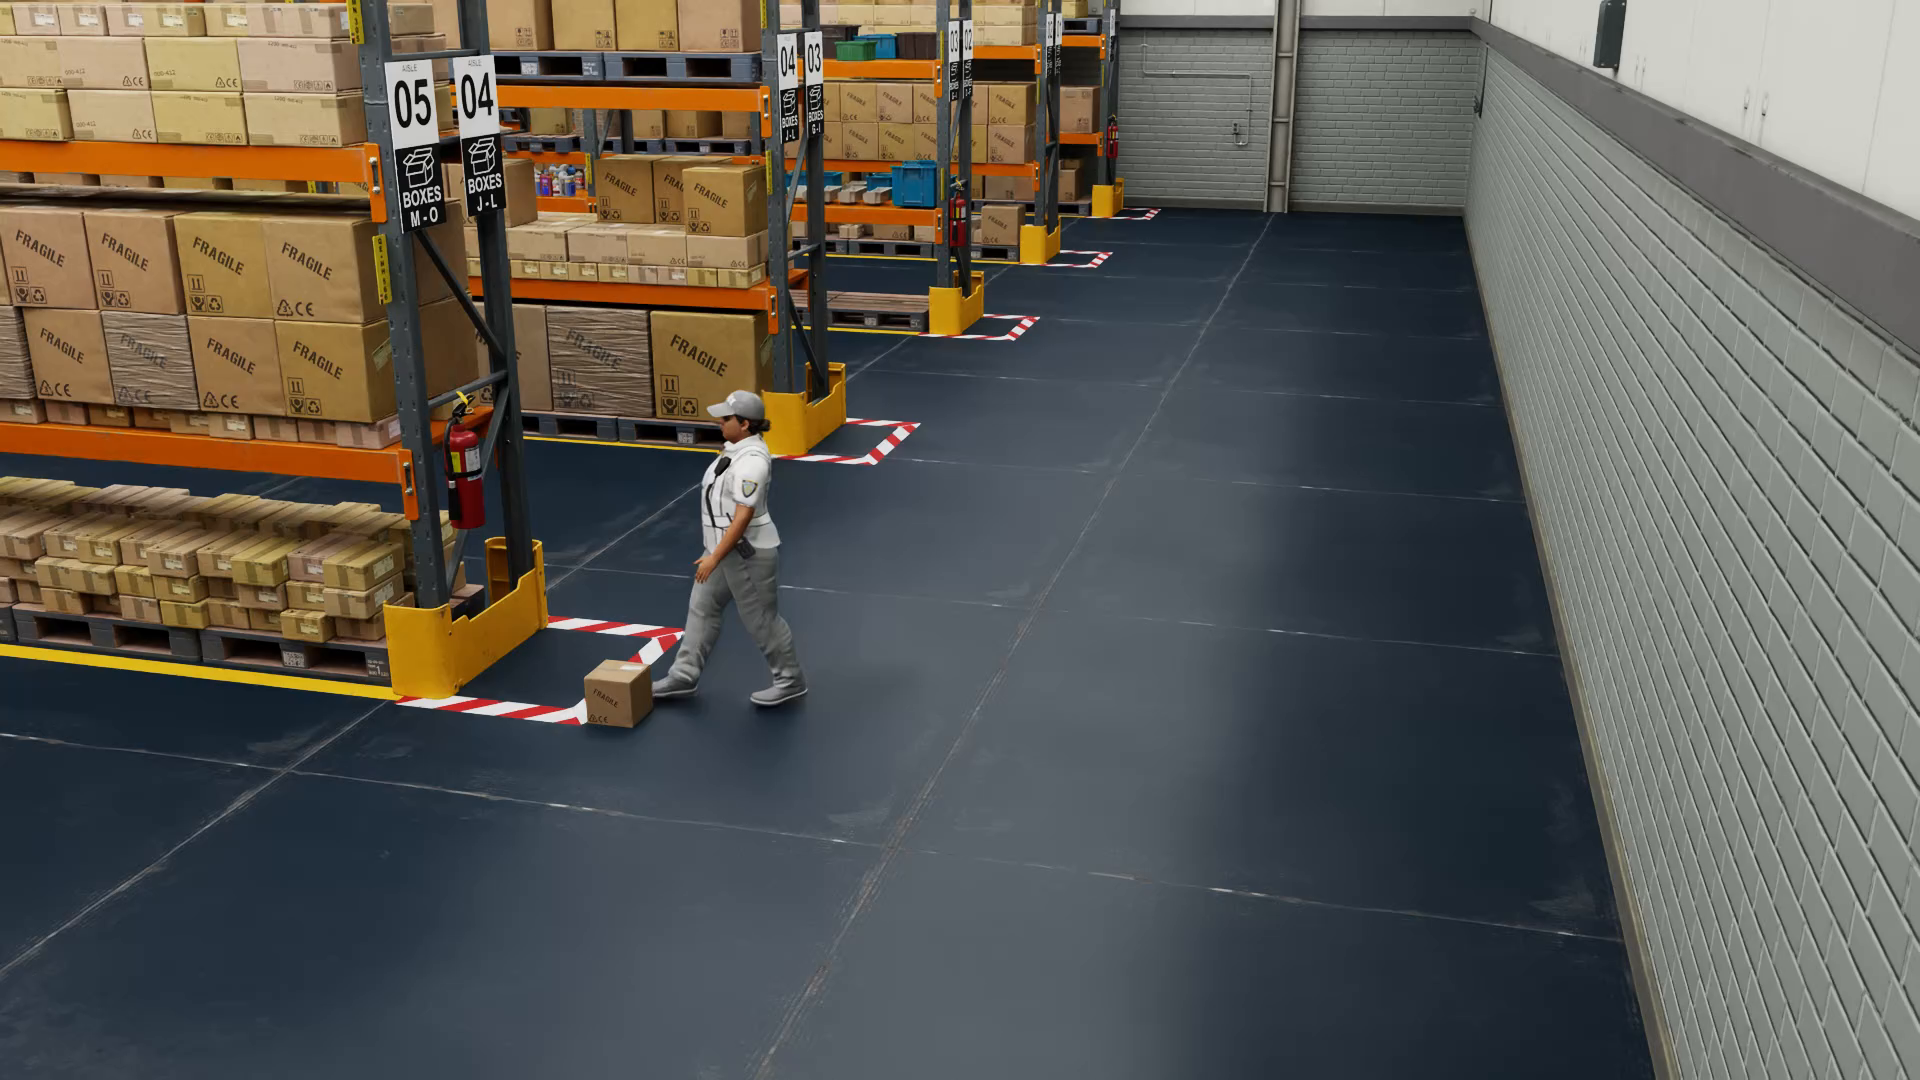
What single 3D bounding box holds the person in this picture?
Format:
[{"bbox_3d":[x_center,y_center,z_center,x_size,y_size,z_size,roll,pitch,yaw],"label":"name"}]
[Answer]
[{"bbox_3d":[-1.211,0.064,8.333,0.834,1.633,0.492,-6,19,-19],"label":"person"}]
